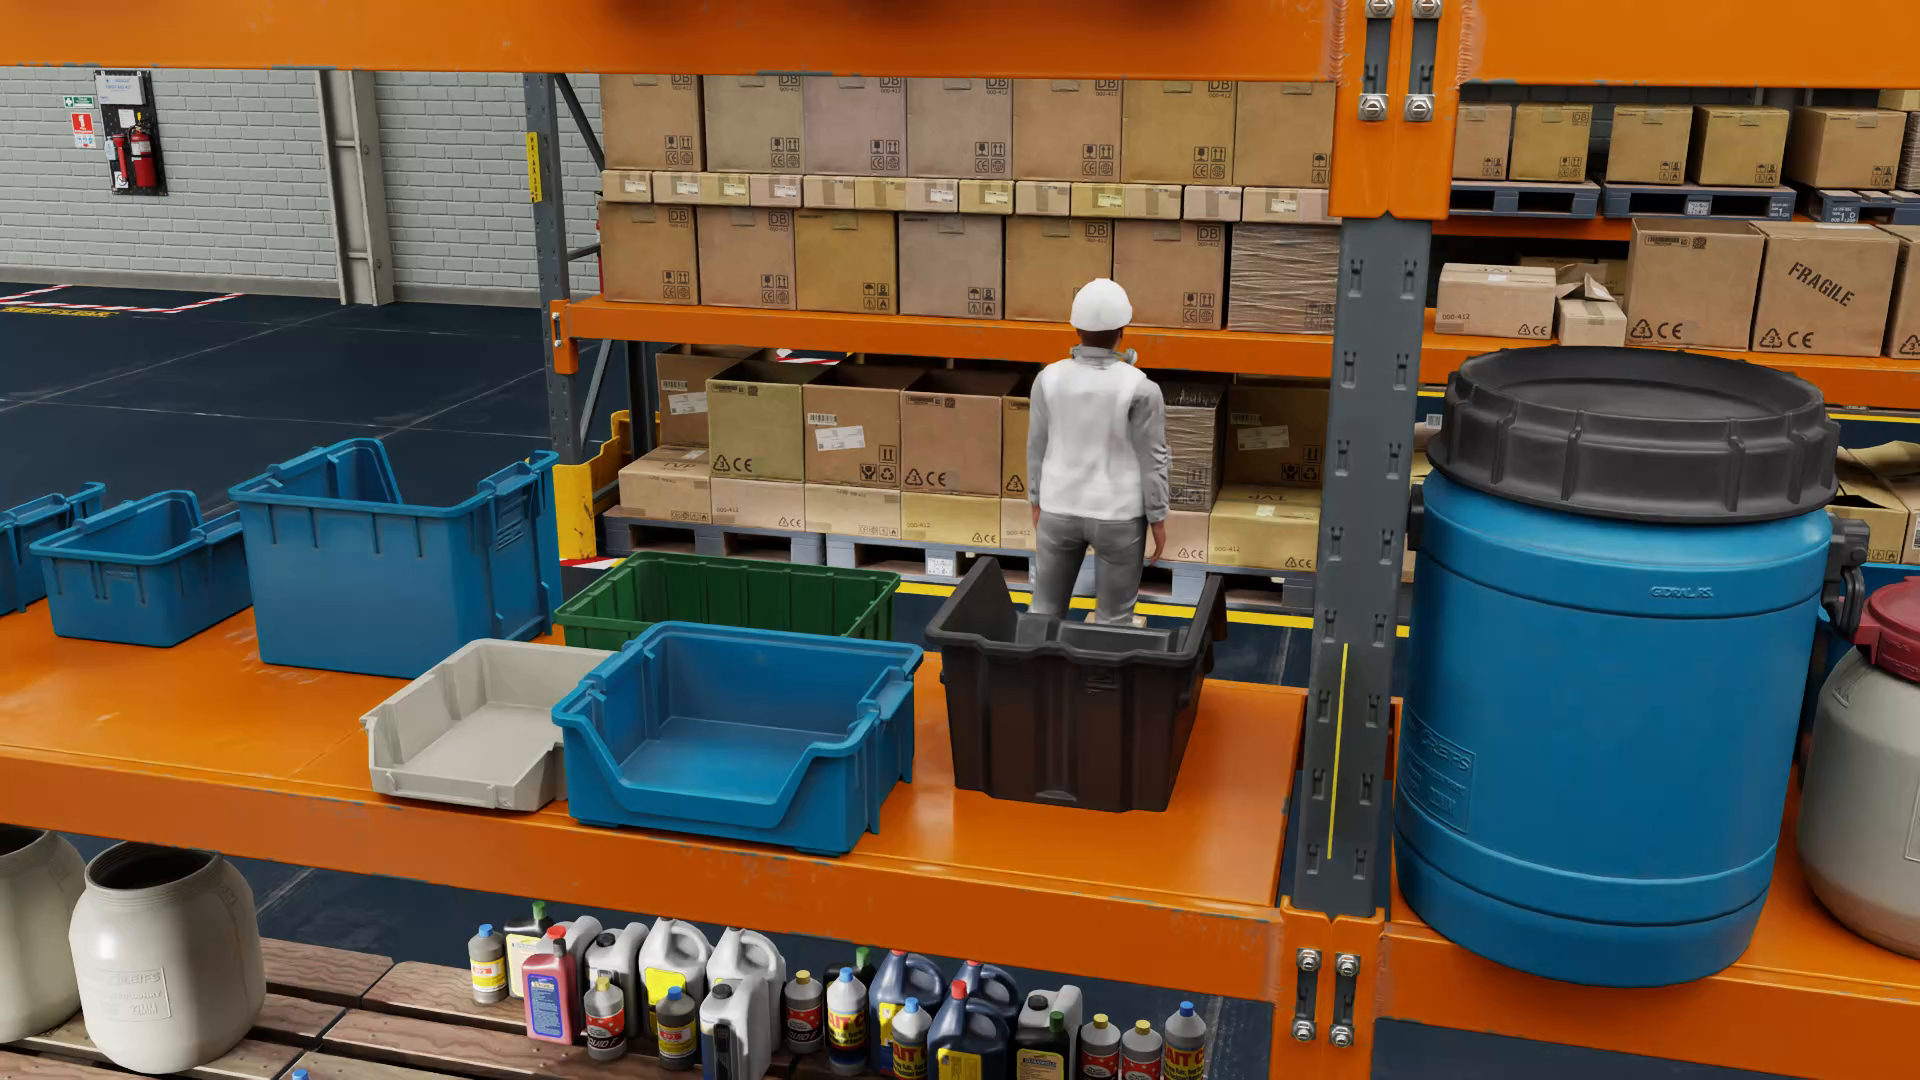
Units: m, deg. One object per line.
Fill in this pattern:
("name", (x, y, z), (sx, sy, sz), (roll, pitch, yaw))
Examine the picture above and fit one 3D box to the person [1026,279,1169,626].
("person", (0.512, -0.105, 6.338), (0.596, 1.795, 0.385), (7, 19, 21))
